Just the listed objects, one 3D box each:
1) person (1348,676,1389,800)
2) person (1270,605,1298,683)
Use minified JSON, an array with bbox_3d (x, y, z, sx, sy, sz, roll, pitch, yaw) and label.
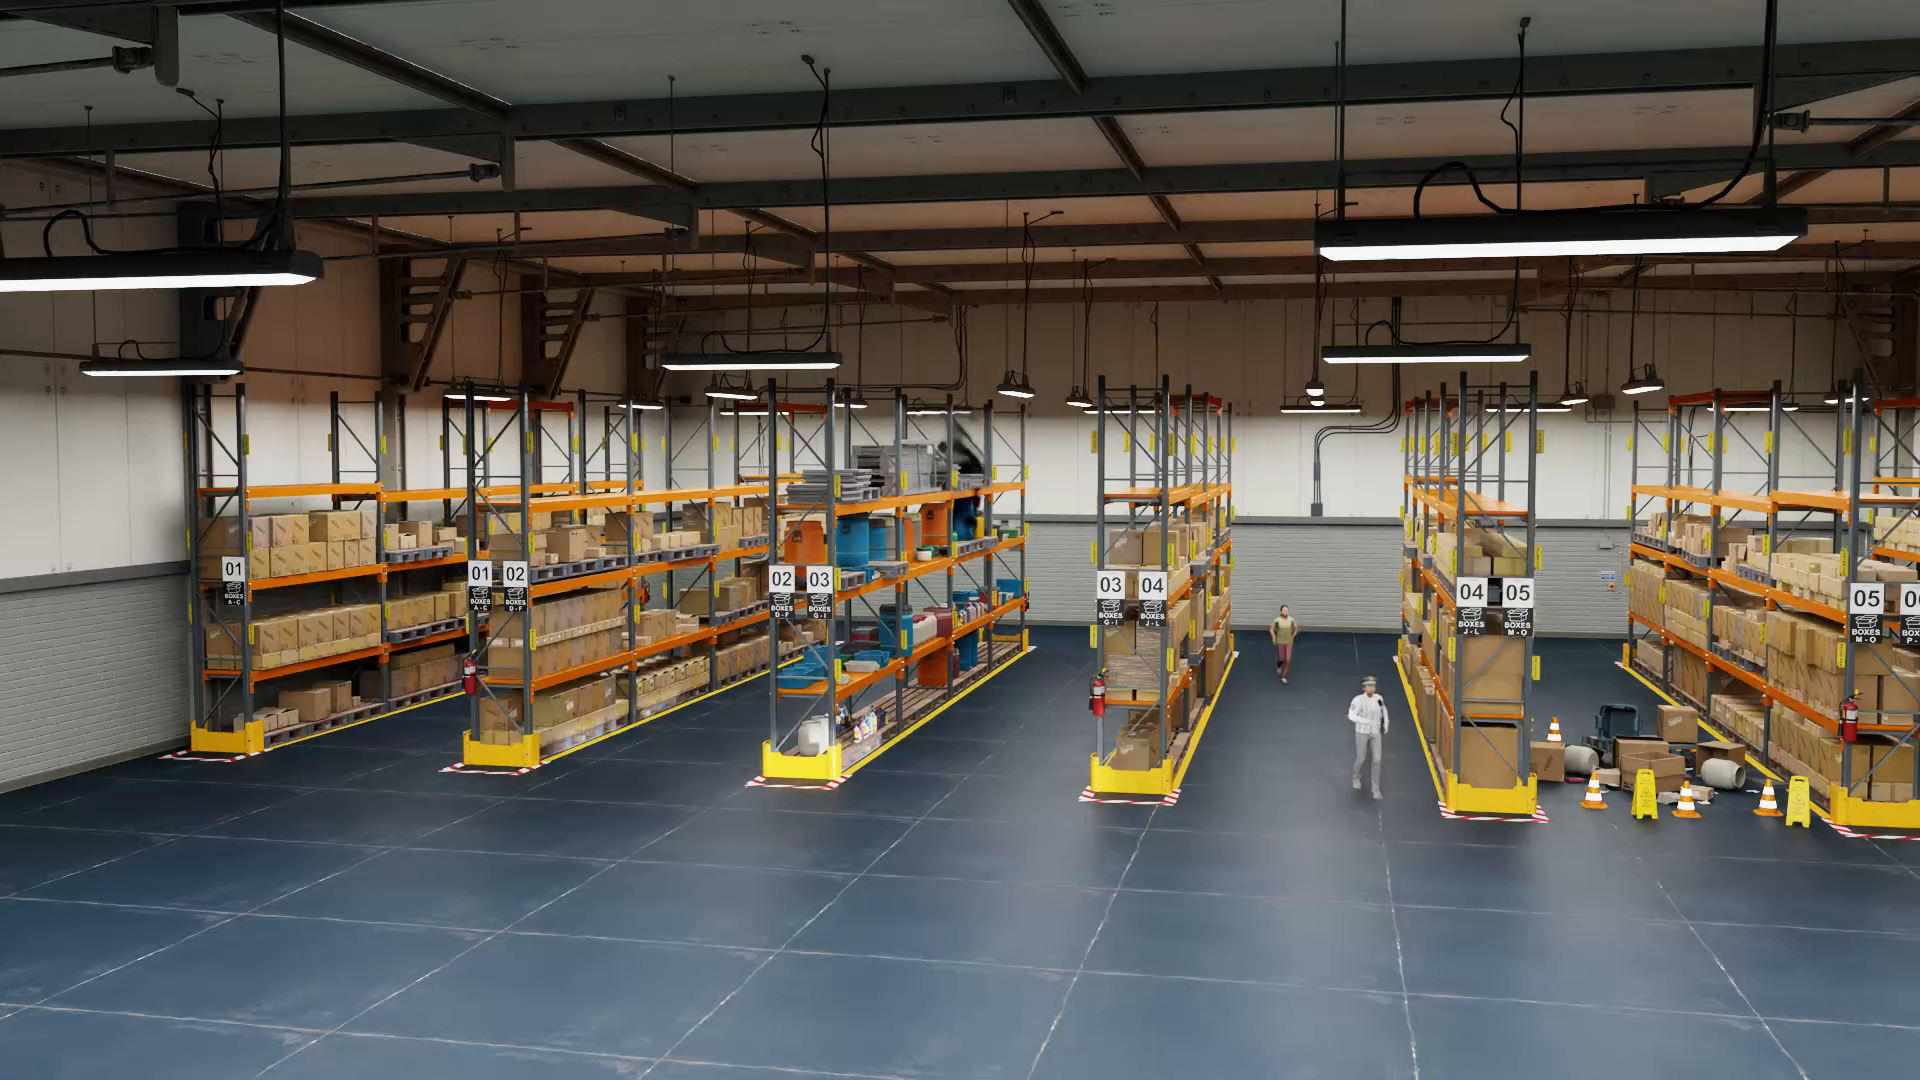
[{"bbox_3d":[5.831,2.804,23.793,0.609,1.760,0.752,0,3,-4],"label":"person"},{"bbox_3d":[6.867,2.186,35.210,0.582,1.629,0.563,0,3,3],"label":"person"}]
